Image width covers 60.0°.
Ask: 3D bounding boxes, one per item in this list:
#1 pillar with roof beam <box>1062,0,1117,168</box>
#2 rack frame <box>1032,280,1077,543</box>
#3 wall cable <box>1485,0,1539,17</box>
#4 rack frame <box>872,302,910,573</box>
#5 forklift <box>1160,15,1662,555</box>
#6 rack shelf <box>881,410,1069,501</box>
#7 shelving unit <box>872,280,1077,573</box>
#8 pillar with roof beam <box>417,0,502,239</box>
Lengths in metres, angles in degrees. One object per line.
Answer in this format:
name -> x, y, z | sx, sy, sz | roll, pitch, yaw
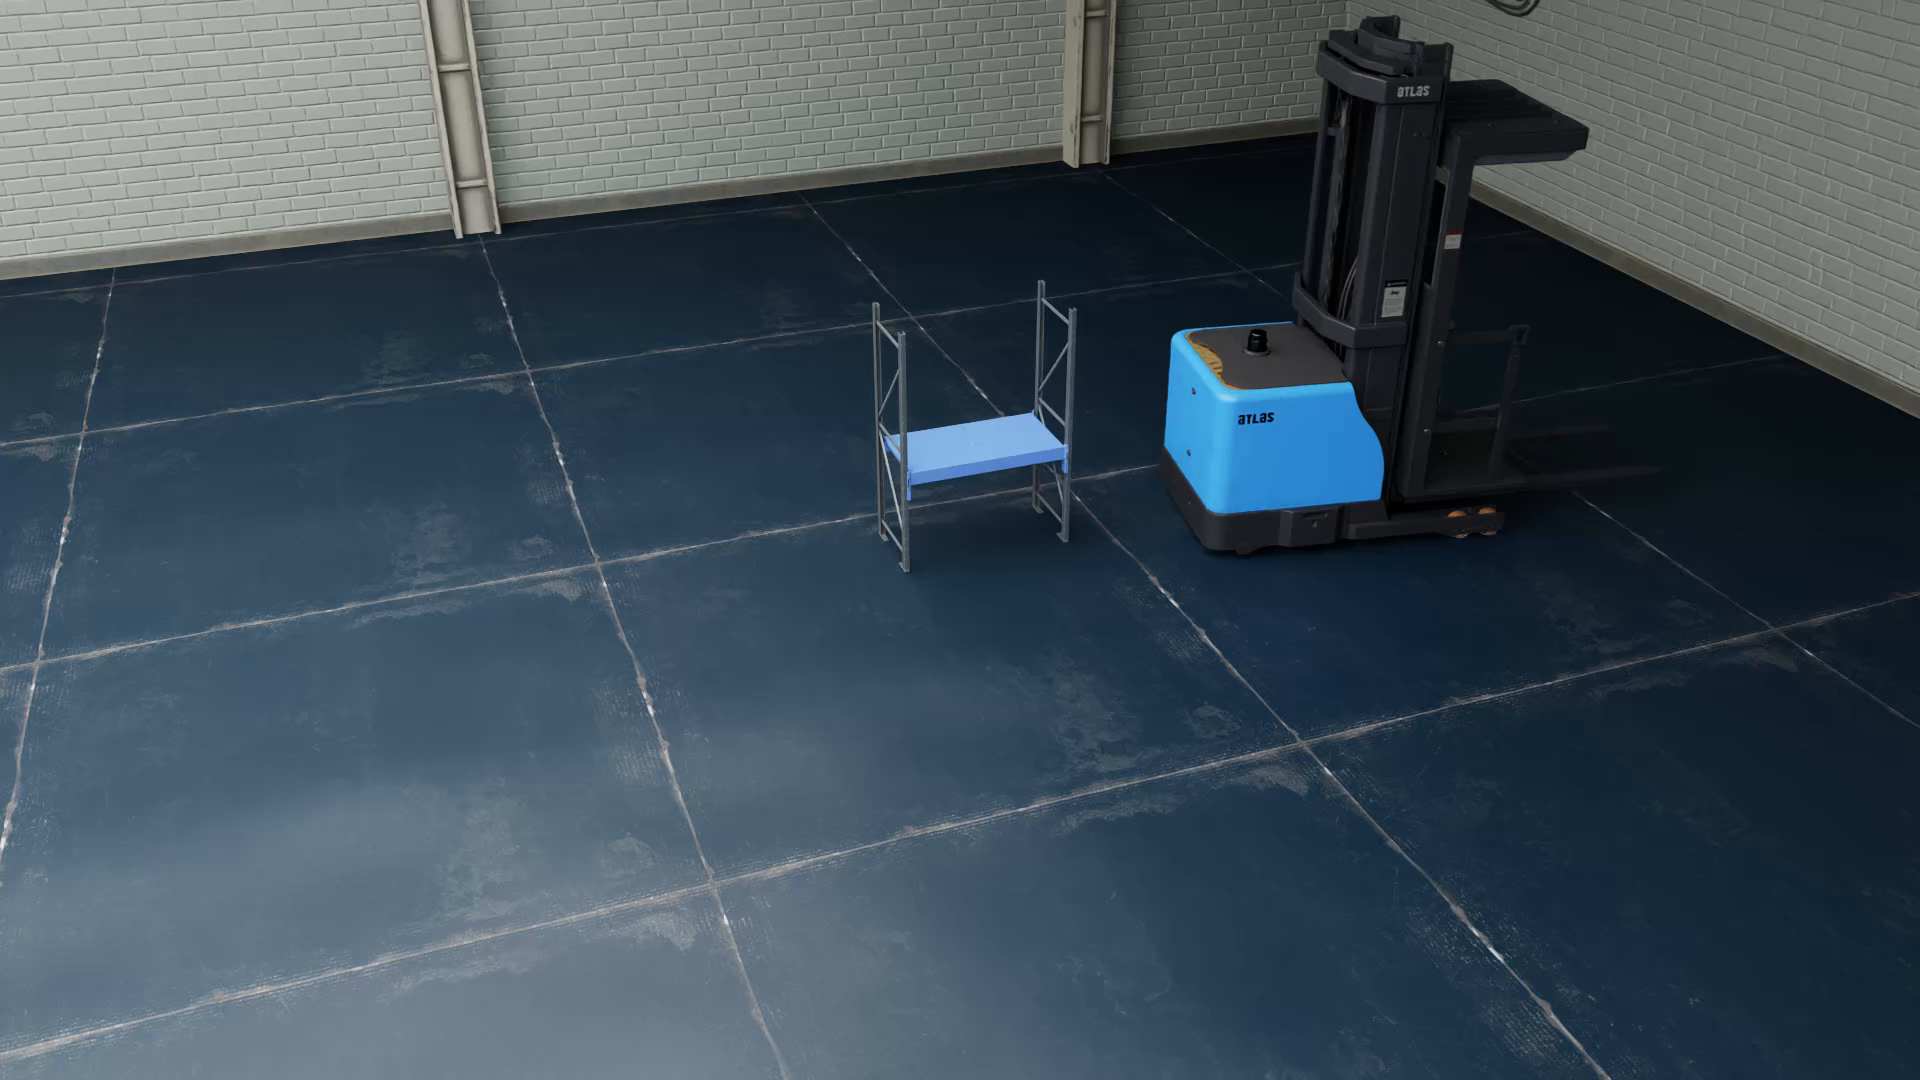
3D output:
pillar with roof beam -> 2.772, -5.739, 11.083 | 0.400, 9.000, 9.100 | -10, 31, -18
rack frame -> 0.556, -0.754, 9.909 | 0.032, 1.500, 0.500 | -10, 31, -18
wall cable -> 4.493, -6.282, 15.173 | 0.112, 2.526, 3.097 | -10, 31, -18
rack frame -> -0.396, -0.579, 9.601 | 0.032, 1.500, 0.500 | -10, 31, -18
forklift -> 2.849, -1.535, 9.834 | 3.031, 2.935, 1.130 | -5, 30, -10
rack shelf -> 0.080, -0.510, 9.844 | 1.000, 0.185, 0.538 | -10, 31, -18
shelving unit -> 0.080, -0.666, 9.755 | 1.048, 1.500, 0.538 | -10, 31, -18
pillar with roof beam -> -2.851, -4.703, 9.265 | 0.400, 9.000, 9.100 | -10, 31, -18
